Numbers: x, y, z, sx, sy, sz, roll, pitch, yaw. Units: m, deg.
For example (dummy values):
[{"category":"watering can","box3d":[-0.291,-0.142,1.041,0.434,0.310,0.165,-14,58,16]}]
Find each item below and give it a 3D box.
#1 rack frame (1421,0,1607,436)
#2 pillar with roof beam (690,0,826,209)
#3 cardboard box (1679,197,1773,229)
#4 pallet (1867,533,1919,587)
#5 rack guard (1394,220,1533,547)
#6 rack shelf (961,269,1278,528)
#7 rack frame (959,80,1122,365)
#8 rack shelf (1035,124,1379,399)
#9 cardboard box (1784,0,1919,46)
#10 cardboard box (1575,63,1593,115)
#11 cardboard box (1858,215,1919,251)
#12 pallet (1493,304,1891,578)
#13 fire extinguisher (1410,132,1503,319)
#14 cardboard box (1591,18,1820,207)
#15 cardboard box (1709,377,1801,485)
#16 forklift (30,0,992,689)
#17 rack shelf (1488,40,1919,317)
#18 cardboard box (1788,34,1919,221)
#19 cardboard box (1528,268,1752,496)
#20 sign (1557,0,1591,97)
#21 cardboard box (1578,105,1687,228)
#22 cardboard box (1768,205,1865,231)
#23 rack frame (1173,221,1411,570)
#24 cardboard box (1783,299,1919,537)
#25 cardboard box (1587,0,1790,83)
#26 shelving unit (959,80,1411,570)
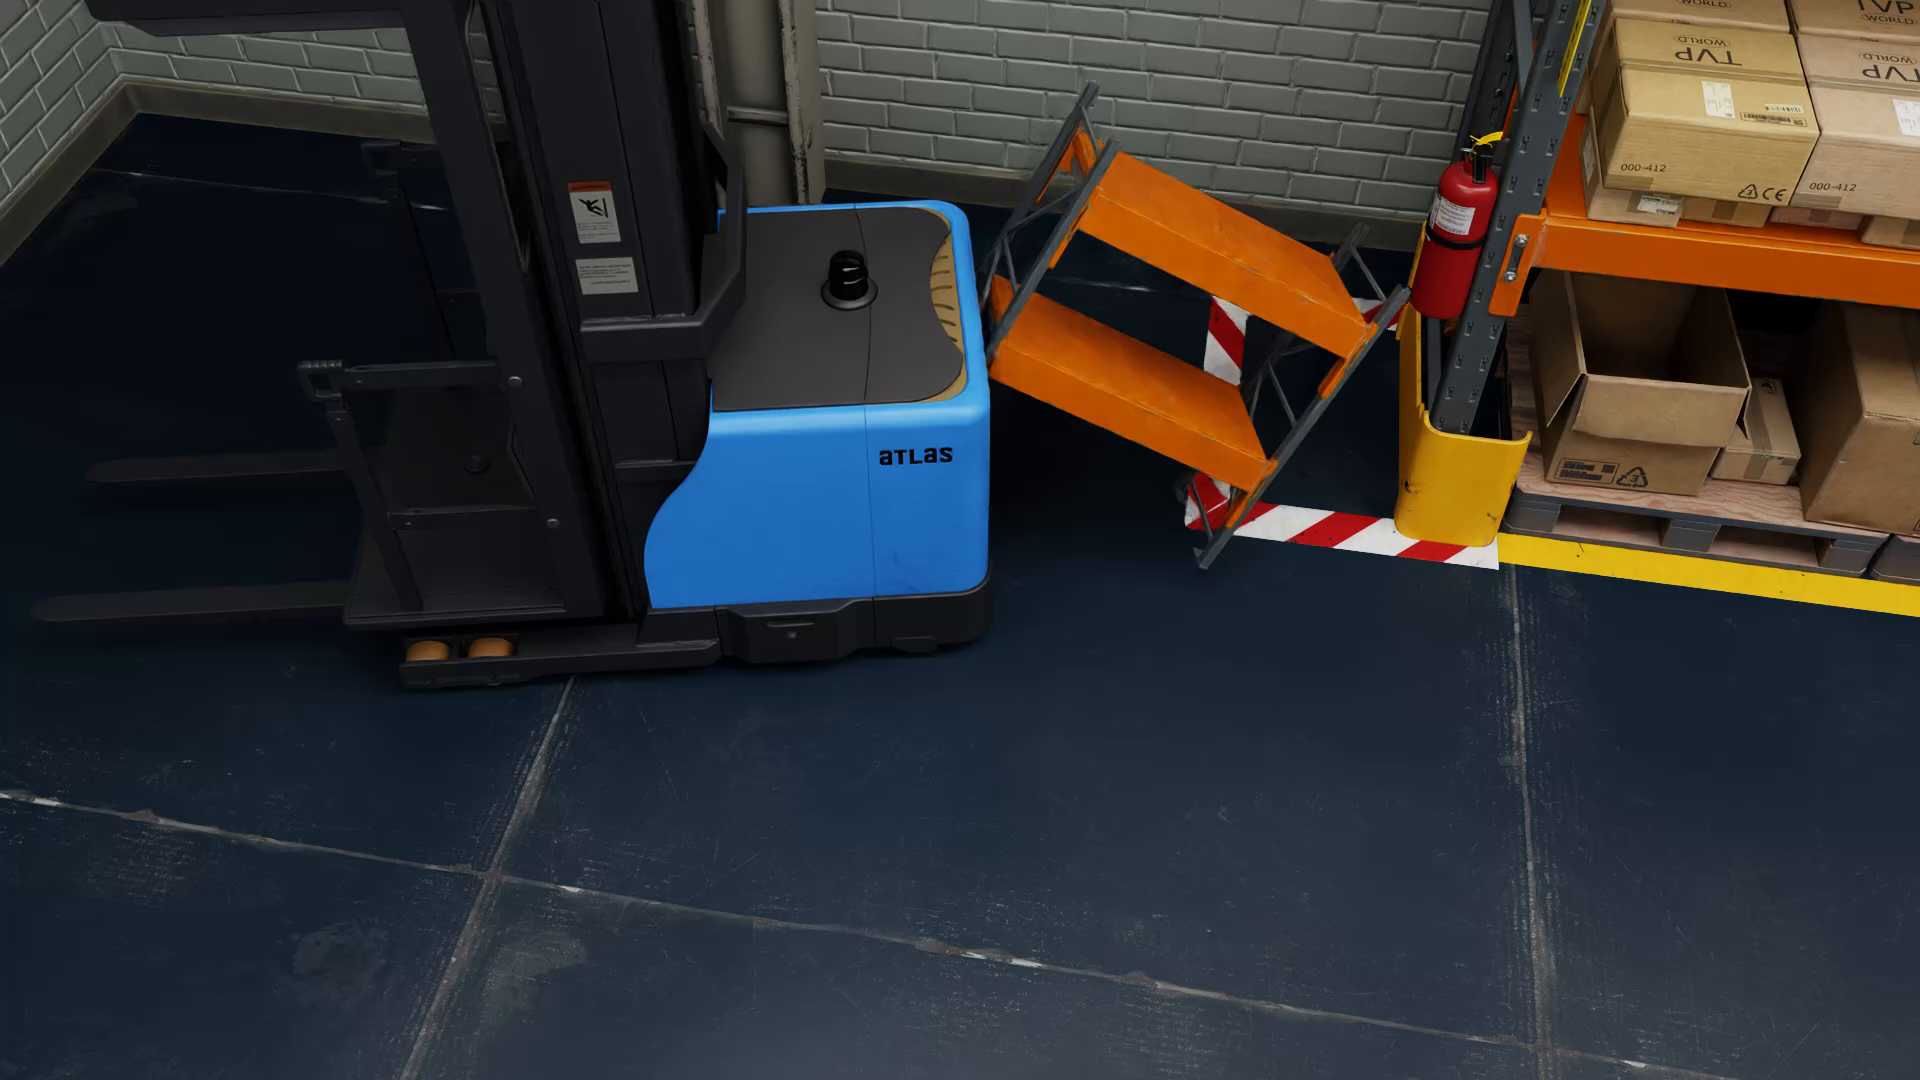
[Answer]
[{"category":"rack frame","box3d":[1.704,-1.430,5.018,0.127,3.000,1.000,8,49,7]},{"category":"pillar with roof beam","box3d":[-1.555,-1.300,0.869,0.400,9.000,9.100,8,49,7]},{"category":"cardboard box","box3d":[2.237,-1.102,4.892,0.250,0.149,0.380,9,49,8]},{"category":"pallet","box3d":[3.760,-0.220,5.806,1.213,0.211,1.003,8,49,7]},{"category":"rack guard","box3d":[1.778,-0.584,5.939,0.348,0.500,1.175,8,49,7]},{"category":"rack shelf","box3d":[0.486,-0.464,5.375,1.000,0.278,0.538,22,30,-19]},{"category":"rack frame","box3d":[0.155,-0.826,5.097,0.032,1.125,0.500,22,30,-19]},{"category":"rack shelf","box3d":[0.740,-0.862,5.119,1.000,0.278,0.538,22,30,-19]},{"category":"cardboard box","box3d":[2.711,-1.544,5.021,0.500,0.250,0.500,8,49,7]},{"category":"cardboard box","box3d":[2.077,-1.499,5.249,0.250,0.149,0.380,7,48,6]},{"category":"cardboard box","box3d":[2.739,-1.014,4.814,0.250,0.149,0.380,9,49,8]},{"category":"pallet","box3d":[2.563,-0.383,5.953,1.213,0.211,1.003,8,49,7]},{"category":"fire extinguisher","box3d":[1.477,-0.961,4.899,0.183,0.674,0.296,8,49,7]},{"category":"cardboard box","box3d":[2.102,-1.222,4.732,0.500,0.250,0.500,8,49,7]},{"category":"cardboard box","box3d":[2.700,-0.383,5.711,0.250,0.149,0.380,6,48,5]},{"category":"forklift","box3d":[-1.441,-0.914,4.601,3.031,2.935,1.130,-3,48,-3]},{"category":"rack shelf","box3d":[3.672,-0.925,5.048,4.000,0.370,1.077,8,49,7]},{"category":"cardboard box","box3d":[2.598,-1.156,4.673,0.500,0.250,0.500,8,49,7]},{"category":"cardboard box","box3d":[2.289,-0.586,5.656,0.637,0.503,0.797,6,48,5]},{"category":"sign","box3d":[1.607,-1.322,4.339,0.005,0.325,0.100,8,49,7]},{"category":"cardboard box","box3d":[1.978,-1.102,4.892,0.250,0.149,0.380,7,48,7]},{"category":"cardboard box","box3d":[2.502,-1.093,4.884,0.250,0.149,0.380,7,48,6]},{"category":"rack frame","box3d":[1.048,-0.464,5.420,0.032,1.125,0.500,22,30,-19]},{"category":"cardboard box","box3d":[3.123,-0.443,5.530,0.500,0.500,0.700,9,49,8]},{"category":"cardboard box","box3d":[2.203,-1.613,5.083,0.500,0.250,0.500,9,49,8]},{"category":"shelving unit","box3d":[0.602,-0.645,5.258,1.048,1.125,0.538,22,30,-19]}]
